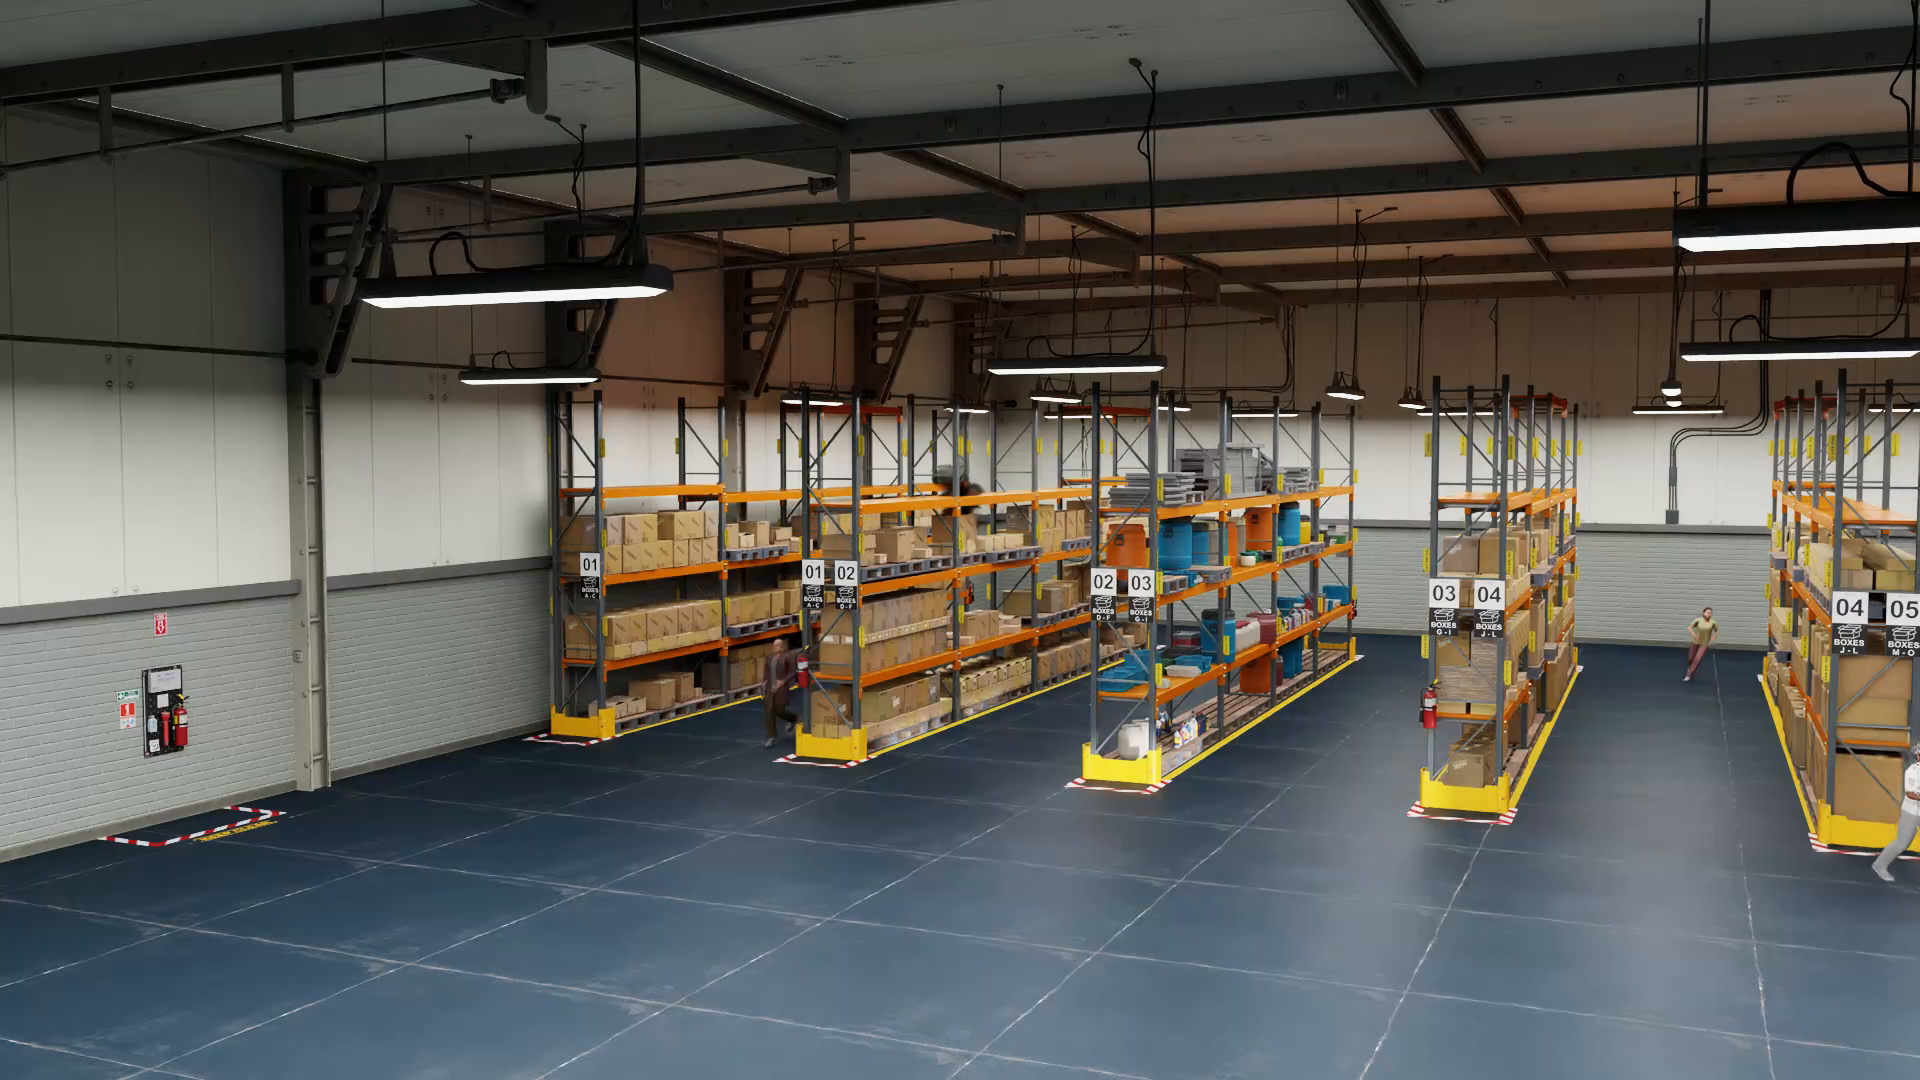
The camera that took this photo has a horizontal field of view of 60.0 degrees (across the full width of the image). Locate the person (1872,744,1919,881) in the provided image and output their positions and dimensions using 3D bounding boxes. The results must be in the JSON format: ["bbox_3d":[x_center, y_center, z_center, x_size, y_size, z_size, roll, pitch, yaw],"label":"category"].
[{"bbox_3d":[10.845,3.120,18.831,0.588,1.746,0.888,-1,3,-20],"label":"person"}]

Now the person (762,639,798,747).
[{"bbox_3d":[-3.069,2.569,28.273,0.713,1.794,0.936,1,3,22],"label":"person"}]

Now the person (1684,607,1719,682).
[{"bbox_3d":[15.957,2.228,35.755,0.646,1.594,0.876,2,4,27],"label":"person"}]
